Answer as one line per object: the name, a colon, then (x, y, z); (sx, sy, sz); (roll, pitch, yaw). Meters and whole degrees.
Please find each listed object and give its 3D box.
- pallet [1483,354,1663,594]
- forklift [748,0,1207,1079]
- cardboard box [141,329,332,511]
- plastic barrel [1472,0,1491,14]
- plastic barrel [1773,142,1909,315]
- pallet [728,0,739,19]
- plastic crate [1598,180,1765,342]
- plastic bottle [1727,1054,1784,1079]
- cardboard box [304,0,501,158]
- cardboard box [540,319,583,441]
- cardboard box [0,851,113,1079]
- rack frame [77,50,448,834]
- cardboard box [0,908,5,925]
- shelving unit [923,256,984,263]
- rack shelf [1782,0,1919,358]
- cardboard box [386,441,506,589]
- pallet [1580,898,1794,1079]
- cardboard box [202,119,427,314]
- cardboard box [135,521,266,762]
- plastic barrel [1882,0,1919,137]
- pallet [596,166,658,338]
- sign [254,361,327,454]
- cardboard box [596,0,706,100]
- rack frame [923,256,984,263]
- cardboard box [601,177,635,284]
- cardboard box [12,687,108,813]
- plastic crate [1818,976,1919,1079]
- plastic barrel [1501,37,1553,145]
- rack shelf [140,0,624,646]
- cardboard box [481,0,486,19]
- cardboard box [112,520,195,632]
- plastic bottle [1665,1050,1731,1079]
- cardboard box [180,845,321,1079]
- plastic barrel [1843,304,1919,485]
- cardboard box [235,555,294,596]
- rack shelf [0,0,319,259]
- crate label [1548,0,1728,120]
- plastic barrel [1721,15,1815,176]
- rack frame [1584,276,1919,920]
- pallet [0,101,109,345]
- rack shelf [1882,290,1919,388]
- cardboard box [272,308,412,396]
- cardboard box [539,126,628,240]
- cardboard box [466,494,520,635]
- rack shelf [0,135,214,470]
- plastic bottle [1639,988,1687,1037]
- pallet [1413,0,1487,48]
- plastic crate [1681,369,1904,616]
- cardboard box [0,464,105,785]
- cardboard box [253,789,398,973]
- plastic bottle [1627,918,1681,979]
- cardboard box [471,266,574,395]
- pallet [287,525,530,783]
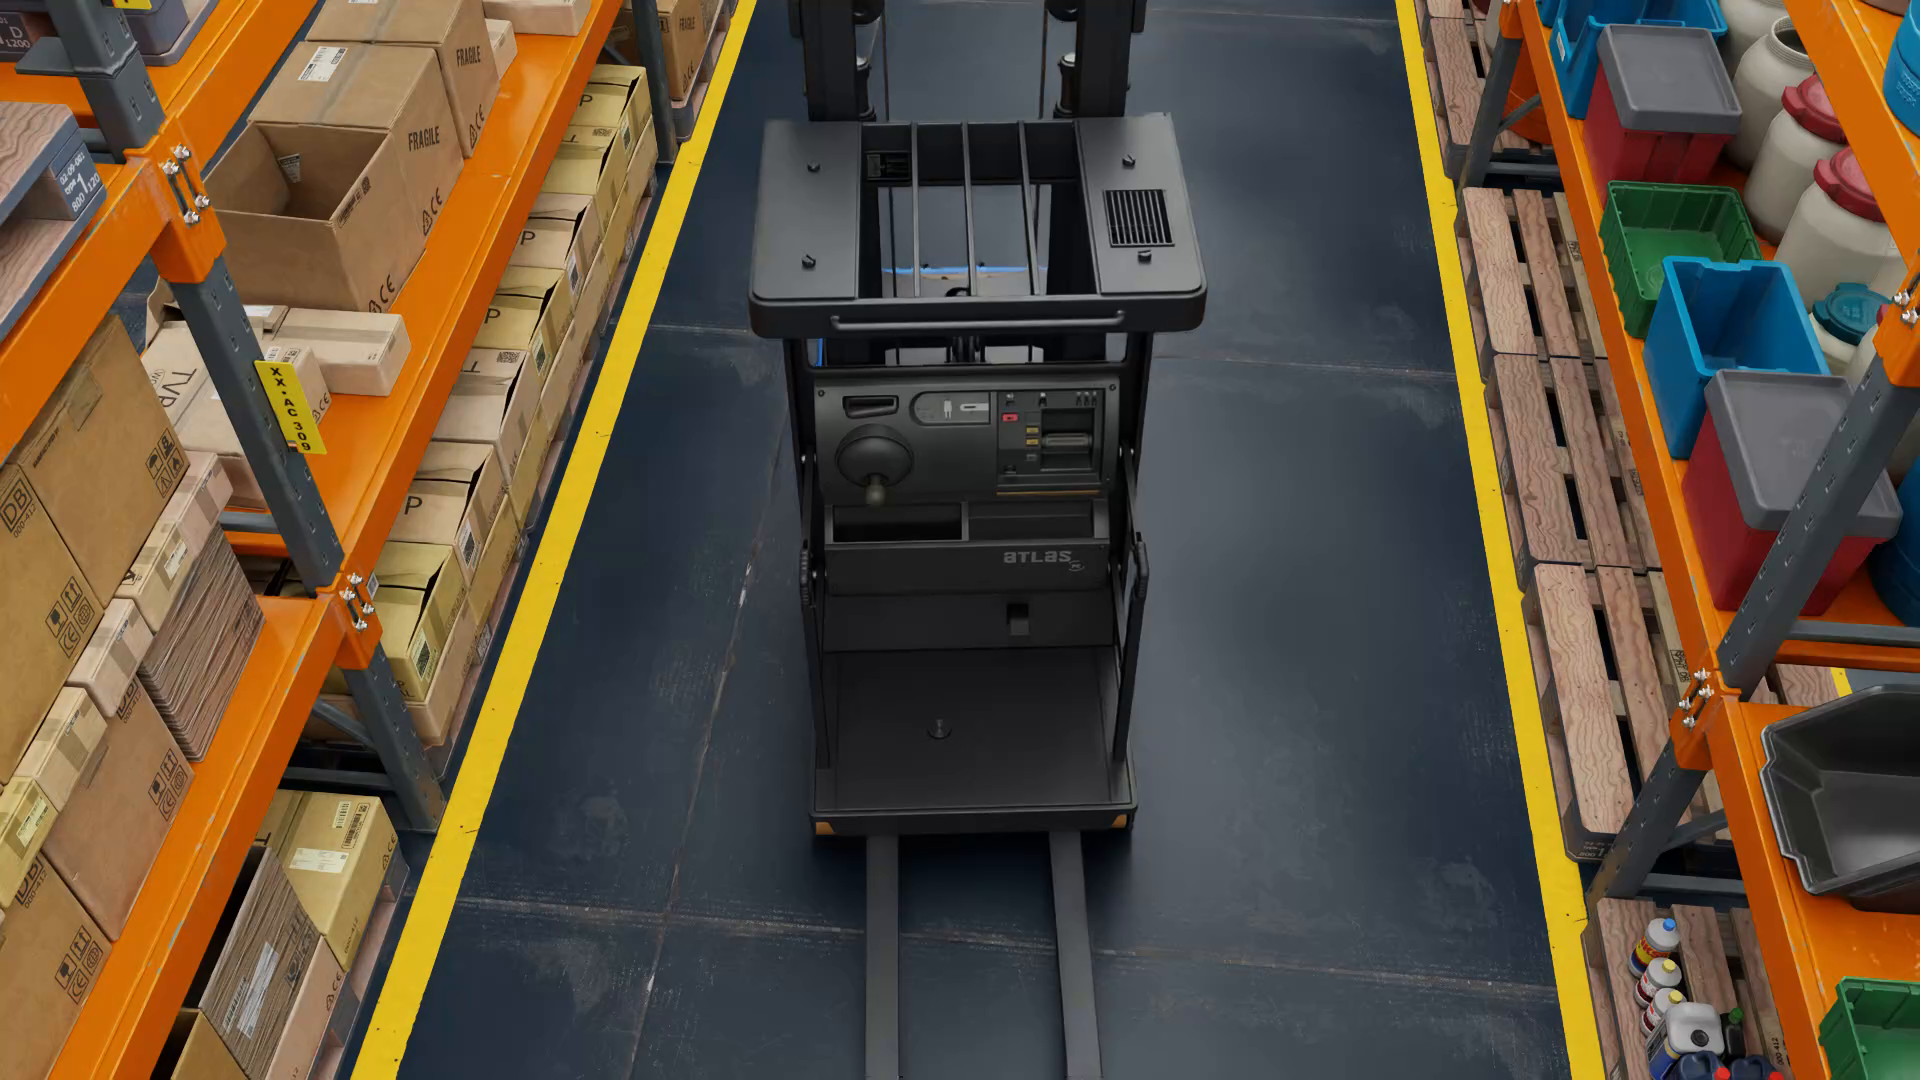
pallet: (2.754, -0.266, 6.850); (1.003, 0.211, 1.213); (4, 48, 4)
forklift: (0.030, -0.226, 4.970); (1.130, 2.935, 3.031); (-1, 48, -1)
cardboard box: (-2.318, -0.378, 5.165); (0.500, 0.250, 0.500); (7, 48, 6)
plastic barrel: (3.108, -3.186, 8.981); (0.600, 0.588, 0.708); (4, 48, 4)
plastic barrel: (2.985, -1.002, 5.541); (0.433, 0.535, 0.433); (0, 48, 0)
pallet: (-1.736, -3.503, 9.811); (1.003, 0.211, 1.213); (4, 48, 4)
plastic crate: (2.490, -0.956, 5.735); (0.450, 0.188, 0.662); (4, 48, 4)
plastic bottle: (2.270, 1.592, 4.758); (0.144, 0.351, 0.185); (4, 48, 4)
cardboard box: (-2.092, -1.803, 6.299); (0.500, 0.500, 0.500); (2, 48, 1)
cardboard box: (-1.896, -0.688, 6.925); (0.500, 0.250, 0.500); (5, 48, 4)
cardboard box: (-2.445, 0.985, 3.749); (0.700, 0.500, 0.500); (5, 48, 4)
rack frame: (-2.320, -0.064, 4.776); (1.000, 3.000, 0.127); (4, 48, 4)
cardboard box: (-2.248, 0.830, 3.450); (0.380, 0.149, 0.250); (5, 48, 5)
shelving unit: (-0.022, -0.737, 6.814); (0.258, 0.900, 0.210); (-1, 48, -1)
rack shelf: (2.795, -1.968, 4.972); (1.077, 0.370, 4.000); (4, 48, 4)
cardboard box: (-1.983, -0.122, 6.027); (0.500, 0.311, 0.500); (3, 48, 3)
pallet: (2.510, 1.703, 5.049); (1.003, 0.211, 1.213); (4, 48, 4)
cardboard box: (-2.185, -1.048, 5.608); (0.500, 0.500, 0.500); (7, 48, 6)
cardboard box: (-2.354, 0.229, 4.440); (0.700, 0.500, 0.500); (3, 48, 3)
plastic barrel: (2.443, -1.298, 3.532); (0.600, 0.901, 0.708); (4, 48, 4)
pallet: (-2.069, -1.460, 7.942); (1.003, 0.211, 1.213); (4, 48, 4)
sign: (-1.767, -0.347, 4.394); (0.100, 0.325, 0.005); (4, 48, 4)
cardboard box: (-1.629, -2.624, 8.513); (0.500, 0.500, 0.500); (6, 48, 5)
rack frame: (-0.025, -0.812, 6.883); (0.240, 0.900, 0.006); (-1, 48, -1)
cardboard box: (-1.804, -1.435, 7.609); (0.500, 0.250, 0.500); (3, 48, 3)
cardboard box: (-2.200, 0.465, 3.785); (0.380, 0.149, 0.250); (4, 48, 3)
plastic crate: (2.208, 1.322, 3.652); (0.450, 0.188, 0.662); (4, 48, 4)
plastic barrel: (3.005, -2.438, 8.133); (0.600, 0.830, 0.708); (4, 48, 4)
rack shelf: (-2.137, -1.291, 6.386); (1.077, 0.370, 4.000); (4, 48, 4)
cardboard box: (-2.229, -2.329, 6.908); (0.500, 0.311, 0.500); (3, 48, 3)
cardboard box: (-2.156, 0.079, 4.138); (0.380, 0.149, 0.250); (3, 48, 3)
plastic bottle: (2.126, 1.582, 4.767); (0.144, 0.351, 0.185); (5, 48, 5)
cardboard box: (-2.201, 1.191, 4.698); (0.500, 0.500, 0.500); (4, 48, 4)
plastic barrel: (2.918, -0.463, 5.048); (0.433, 0.535, 0.433); (0, 48, 0)
cardboard box: (-2.568, 0.216, 5.719); (0.500, 0.311, 0.500); (4, 48, 4)
rack shelf: (-2.137, -2.303, 5.279); (1.077, 0.370, 4.000); (4, 48, 4)
crate label: (2.617, -1.968, 6.493); (0.502, 0.435, 0.616); (4, 48, 4)
plastic barrel: (3.058, -1.626, 6.128); (0.421, 0.512, 0.421); (0, 48, 0)
rack frame: (2.613, 0.272, 4.469); (1.000, 3.000, 0.127); (4, 48, 4)
pallet: (-2.372, -0.418, 3.127); (1.003, 0.211, 1.213); (4, 48, 4)
rack shelf: (2.431, 0.972, 2.283); (1.077, 0.370, 4.000); (4, 48, 4)
cardboard box: (-2.035, -0.617, 5.452); (0.380, 0.149, 0.250); (4, 48, 4)
cardboard box: (-1.798, -1.623, 7.400); (0.500, 0.311, 0.500); (3, 48, 3)
cardboard box: (-1.988, 0.067, 6.235); (0.500, 0.250, 0.500); (5, 48, 5)
rack shelf: (-2.502, 0.636, 2.590); (1.077, 0.370, 4.000); (4, 48, 4)
plastic bottle: (2.129, 1.422, 5.015); (0.097, 0.201, 0.097); (0, 48, 0)
pallet: (3.121, -3.203, 9.536); (1.003, 0.211, 1.213); (4, 48, 4)
plastic crate: (2.352, -0.126, 4.789); (0.402, 0.464, 0.583); (4, 48, 4)
cardboard box: (-2.399, 0.162, 3.622); (0.700, 0.500, 0.500); (4, 48, 3)
cardboard box: (-2.144, 1.077, 5.311); (0.500, 0.250, 0.500); (4, 48, 4)
plastic bottle: (2.147, 1.249, 5.126); (0.097, 0.271, 0.097); (0, 48, 0)
cardboard box: (-1.895, -0.884, 6.724); (0.500, 0.311, 0.500); (5, 48, 5)
pallet: (-2.291, 0.333, 6.302); (1.003, 0.211, 1.213); (4, 48, 4)
